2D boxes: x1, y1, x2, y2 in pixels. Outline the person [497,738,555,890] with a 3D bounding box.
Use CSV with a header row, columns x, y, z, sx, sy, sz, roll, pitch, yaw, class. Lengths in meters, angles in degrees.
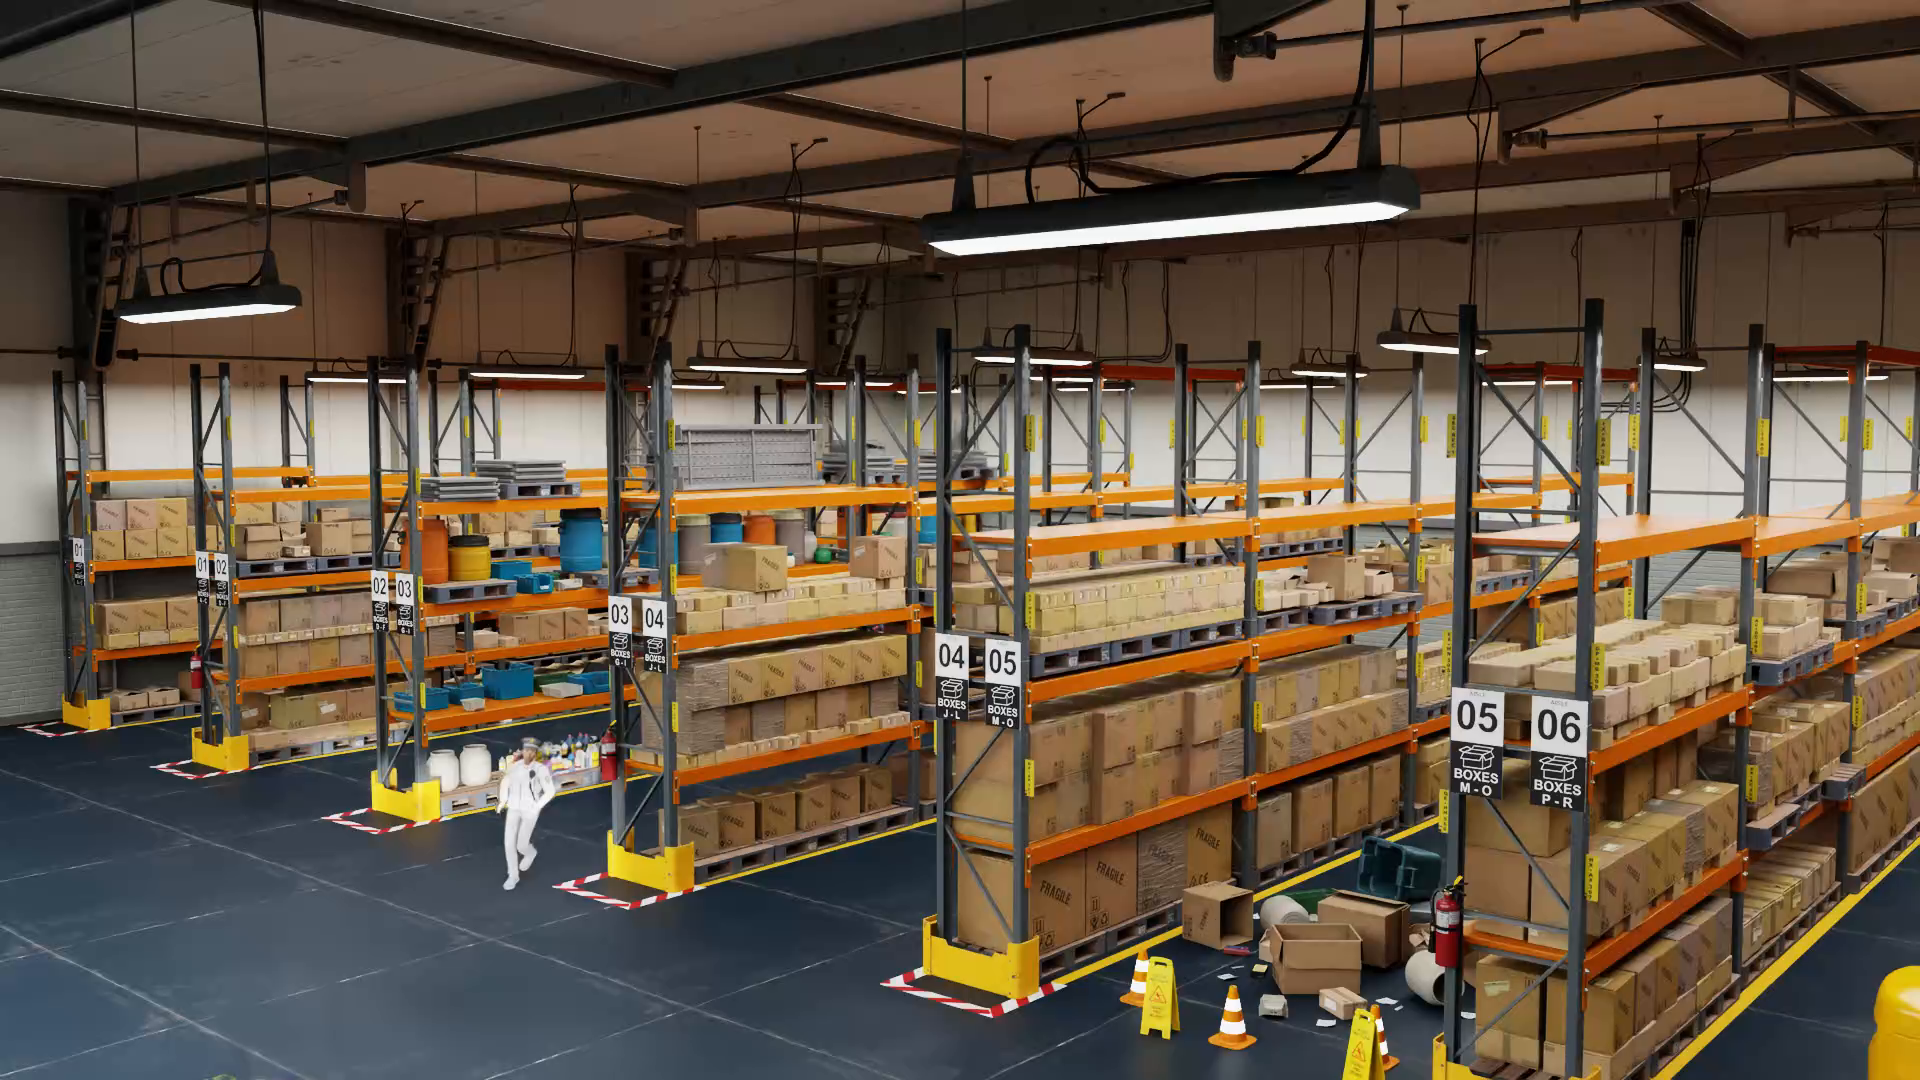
x,y,z,sx,sy,sz,roll,pitch,yaw,class
-4.830,3.015,18.544,0.665,1.664,0.616,1,4,8,person
